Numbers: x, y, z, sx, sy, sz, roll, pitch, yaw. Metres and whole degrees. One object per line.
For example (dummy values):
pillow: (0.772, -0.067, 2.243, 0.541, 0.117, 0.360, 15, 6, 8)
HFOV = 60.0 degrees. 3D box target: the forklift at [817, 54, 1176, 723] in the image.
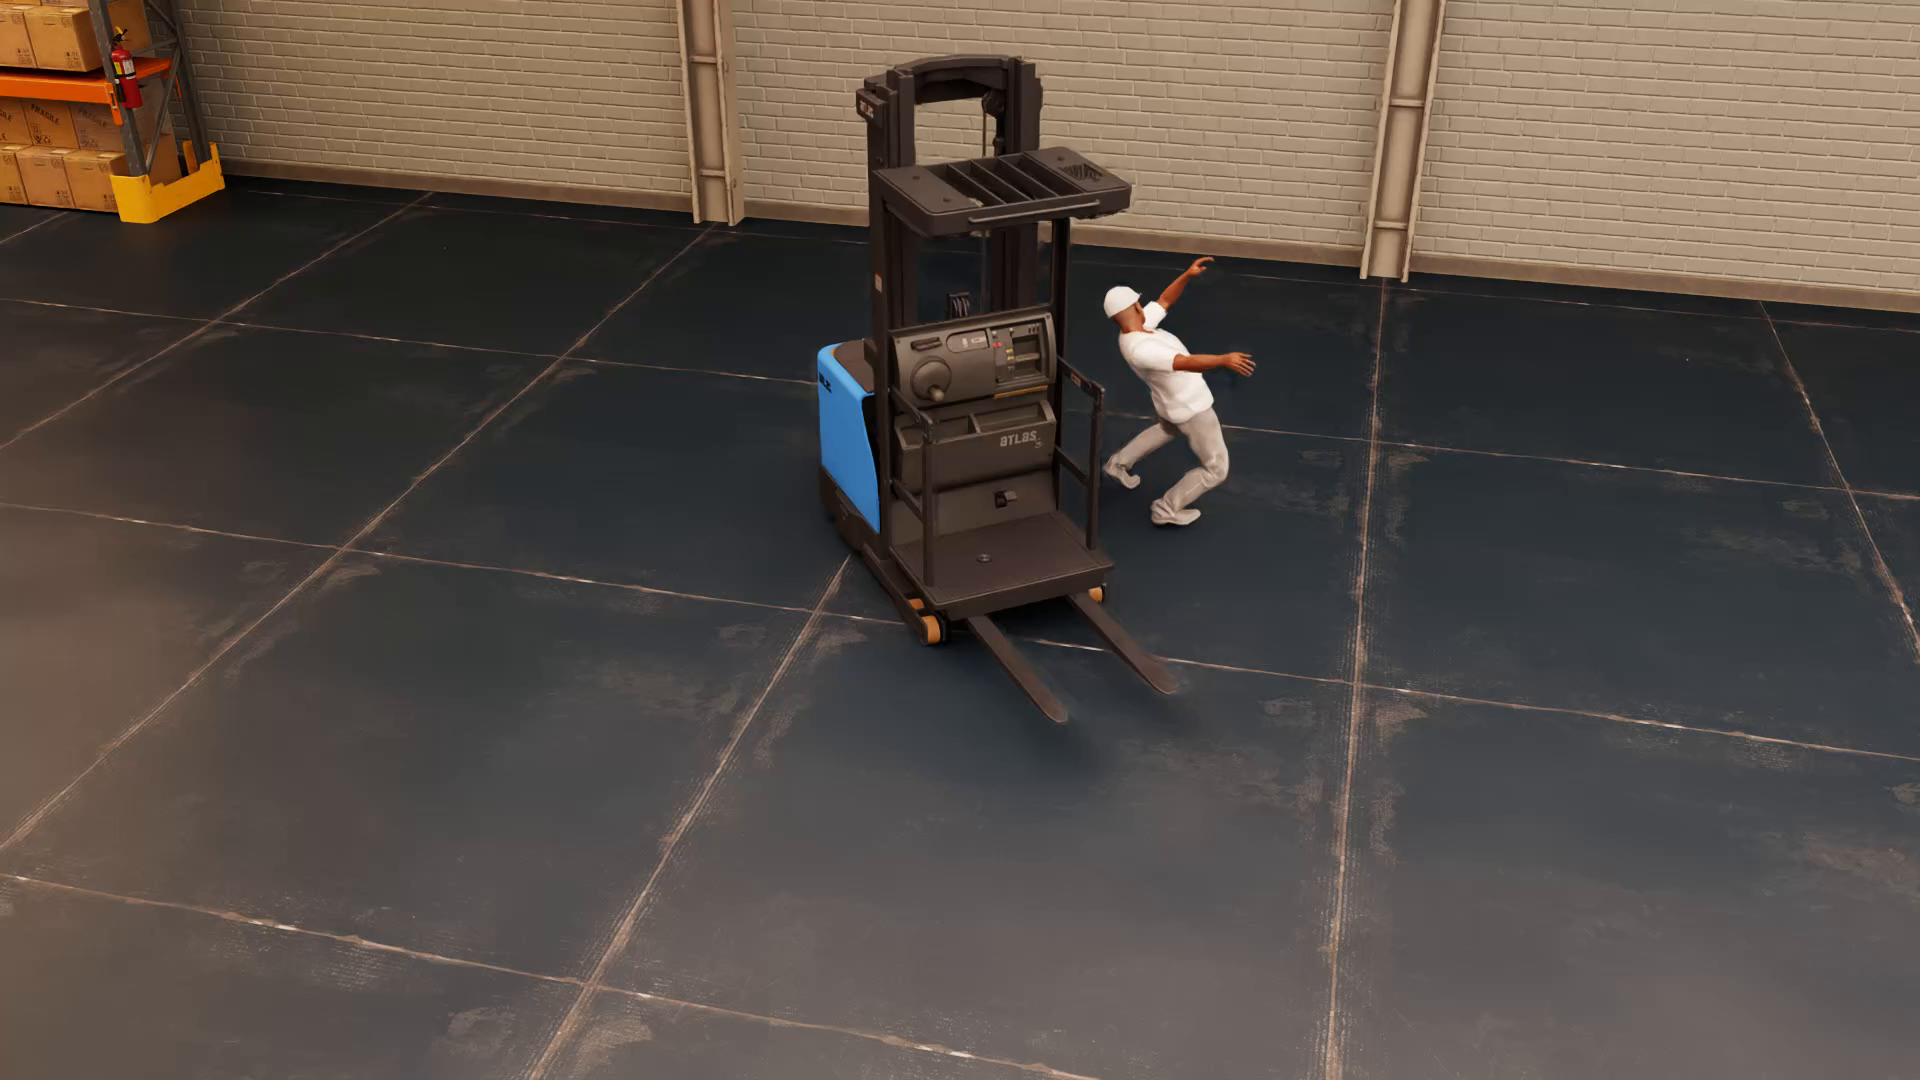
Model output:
forklift: (0.176, -0.939, 8.827, 1.130, 2.935, 3.031, -12, 32, -20)

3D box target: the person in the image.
person: (1.289, -0.792, 9.884, 0.707, 1.575, 1.094, -10, 31, -17)
